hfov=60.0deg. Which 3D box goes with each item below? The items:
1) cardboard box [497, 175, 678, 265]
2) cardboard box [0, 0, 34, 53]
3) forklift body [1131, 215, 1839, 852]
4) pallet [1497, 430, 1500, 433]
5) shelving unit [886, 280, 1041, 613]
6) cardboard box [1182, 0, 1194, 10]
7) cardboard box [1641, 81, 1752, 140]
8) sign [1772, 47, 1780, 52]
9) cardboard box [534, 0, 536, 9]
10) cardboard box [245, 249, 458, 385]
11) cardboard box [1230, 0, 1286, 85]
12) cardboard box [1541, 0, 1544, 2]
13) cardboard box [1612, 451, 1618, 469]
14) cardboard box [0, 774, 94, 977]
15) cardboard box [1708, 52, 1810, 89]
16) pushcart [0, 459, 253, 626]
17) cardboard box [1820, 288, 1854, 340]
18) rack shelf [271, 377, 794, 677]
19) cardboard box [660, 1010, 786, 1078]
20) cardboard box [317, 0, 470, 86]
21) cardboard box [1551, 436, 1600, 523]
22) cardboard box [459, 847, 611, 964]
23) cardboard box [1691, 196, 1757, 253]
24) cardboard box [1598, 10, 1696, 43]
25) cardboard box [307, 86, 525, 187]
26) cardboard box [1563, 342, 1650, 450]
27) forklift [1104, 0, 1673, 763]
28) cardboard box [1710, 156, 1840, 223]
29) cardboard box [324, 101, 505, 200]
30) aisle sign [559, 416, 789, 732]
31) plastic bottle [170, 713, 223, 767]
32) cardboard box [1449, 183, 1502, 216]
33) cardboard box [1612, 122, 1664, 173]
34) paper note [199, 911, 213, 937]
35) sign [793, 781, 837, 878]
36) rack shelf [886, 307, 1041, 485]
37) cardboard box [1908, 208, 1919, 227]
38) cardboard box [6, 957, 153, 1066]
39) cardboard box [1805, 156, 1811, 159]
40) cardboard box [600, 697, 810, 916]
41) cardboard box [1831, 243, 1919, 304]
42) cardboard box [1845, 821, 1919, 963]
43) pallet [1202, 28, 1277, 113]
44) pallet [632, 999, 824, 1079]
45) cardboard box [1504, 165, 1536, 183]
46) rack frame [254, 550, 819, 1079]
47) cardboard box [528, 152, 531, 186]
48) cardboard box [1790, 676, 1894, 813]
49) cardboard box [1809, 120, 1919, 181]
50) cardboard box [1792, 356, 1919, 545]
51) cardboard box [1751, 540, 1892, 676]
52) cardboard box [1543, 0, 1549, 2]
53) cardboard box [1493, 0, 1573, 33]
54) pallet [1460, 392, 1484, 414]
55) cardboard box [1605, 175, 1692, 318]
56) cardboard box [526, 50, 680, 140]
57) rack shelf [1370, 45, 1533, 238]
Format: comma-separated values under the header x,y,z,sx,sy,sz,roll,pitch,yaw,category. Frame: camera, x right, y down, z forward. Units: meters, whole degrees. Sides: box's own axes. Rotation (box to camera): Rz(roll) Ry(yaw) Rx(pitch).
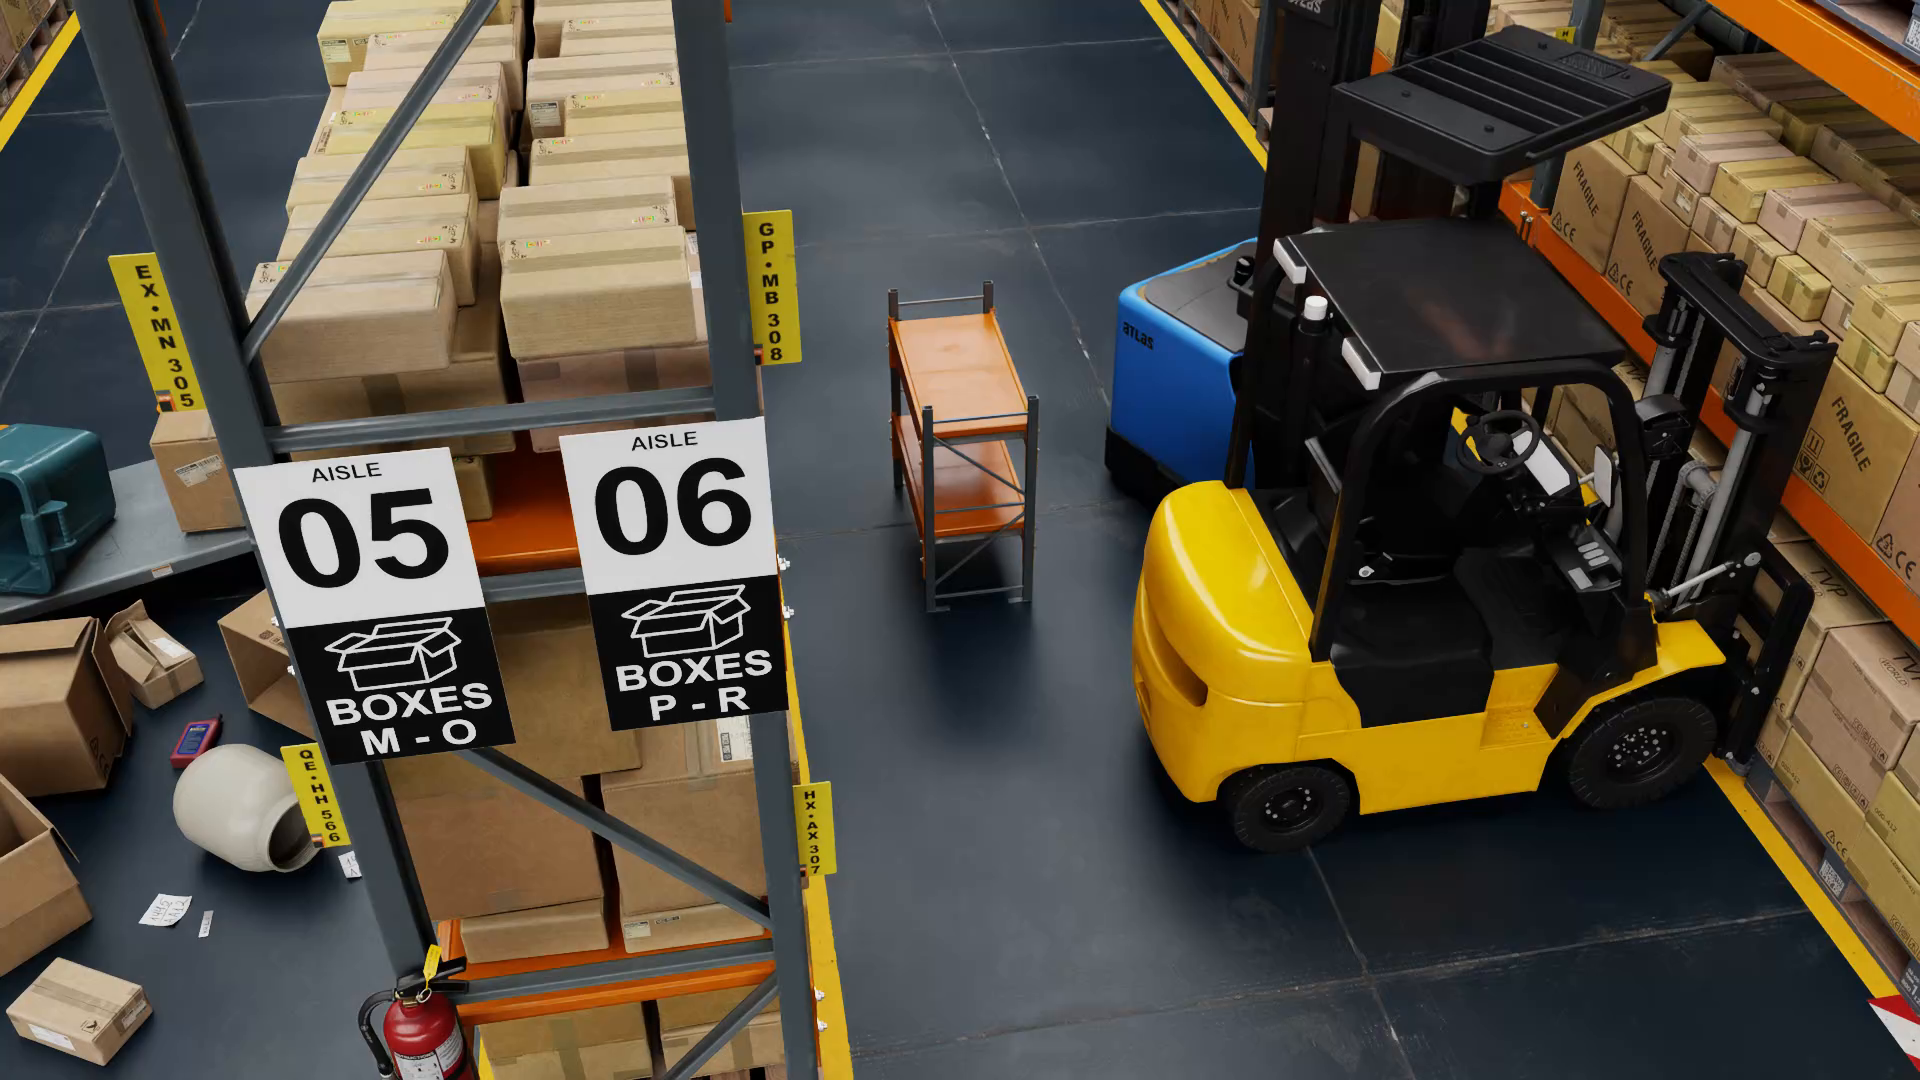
x,y,z,sx,sy,sz,roll,pitch,yaw,category
-0.815,-0.673,3.682,0.380,0.149,0.250,-6,38,-8,cardboard box
-7.386,-3.990,12.535,0.500,0.500,0.500,-7,38,-9,cardboard box
1.864,-0.036,6.443,2.313,2.155,1.214,-6,38,-8,forklift body
3.389,-0.252,8.302,1.003,0.211,1.213,-6,38,-8,pallet
-0.001,-0.448,7.810,0.538,1.125,1.048,-6,38,-8,shelving unit
2.023,-4.596,13.316,0.500,0.500,0.500,-8,38,-10,cardboard box
3.207,-1.880,7.273,0.380,0.149,0.250,-6,38,-7,cardboard box
3.837,-2.272,7.859,0.100,0.325,0.005,-6,38,-8,sign
-1.088,-1.693,5.318,0.500,0.250,0.500,-7,38,-9,cardboard box
-1.244,-0.459,3.405,0.380,0.149,0.250,-6,38,-8,cardboard box
2.304,-3.665,12.118,0.500,0.500,0.500,-5,38,-7,cardboard box
3.297,-2.926,9.187,0.500,0.250,0.500,-7,38,-9,cardboard box
3.239,-0.181,7.430,0.500,0.250,0.500,-7,38,-8,cardboard box
-3.694,1.311,6.052,0.637,0.503,0.797,27,45,30,cardboard box
3.645,-2.091,7.544,0.380,0.149,0.250,-6,38,-8,cardboard box
-3.831,0.009,7.831,1.648,0.377,0.936,-20,42,-23,pushcart
3.452,-0.830,6.163,0.380,0.149,0.250,-6,38,-8,cardboard box
-1.244,-0.995,5.127,1.077,0.370,4.000,-6,38,-8,rack shelf
-0.763,1.517,5.651,0.500,0.250,0.500,-7,38,-8,cardboard box
-1.546,-1.381,4.593,0.380,0.149,0.250,-5,38,-7,cardboard box
3.154,-0.285,7.971,0.500,0.250,0.500,-7,38,-9,cardboard box
-1.170,1.010,4.609,0.380,0.149,0.250,-5,38,-6,cardboard box
3.223,-1.287,6.751,0.380,0.149,0.250,-7,38,-8,cardboard box
3.445,-2.537,8.360,0.380,0.149,0.250,-7,38,-9,cardboard box
-1.431,-1.026,4.460,0.500,0.250,0.500,-5,38,-7,cardboard box
3.147,-0.677,7.661,0.500,0.250,0.500,-6,38,-8,cardboard box
2.026,-0.959,6.995,1.130,2.935,3.031,-25,44,-28,forklift
3.259,-1.405,6.661,0.380,0.149,0.250,-7,38,-9,cardboard box
-1.308,-0.930,4.011,0.380,0.149,0.250,-6,38,-8,cardboard box
-0.578,0.091,3.468,0.394,0.787,0.004,-6,38,-8,aisle sign
-3.215,0.839,7.020,0.133,0.061,0.283,0,38,0,plastic bottle
3.060,-1.850,9.679,0.875,0.625,0.625,-7,38,-8,cardboard box
3.135,-1.757,7.356,0.380,0.149,0.250,-5,38,-7,cardboard box
-2.846,1.448,6.277,0.032,0.001,0.123,-6,38,-8,paper note
-0.360,0.714,4.081,0.100,0.325,0.005,-6,38,-8,sign
-0.001,-0.679,7.631,0.538,0.278,1.000,-6,38,-8,rack shelf
3.851,-1.158,6.342,0.380,0.149,0.250,-5,38,-7,cardboard box
-3.112,1.666,5.885,0.380,0.149,0.250,13,40,16,cardboard box
3.717,-1.659,7.230,0.380,0.149,0.250,-5,38,-7,cardboard box
-0.704,0.641,4.556,0.500,0.500,0.500,-7,38,-9,cardboard box
3.447,-0.955,6.081,0.380,0.149,0.250,-6,38,-7,cardboard box
3.599,1.248,5.998,0.500,0.250,0.500,-6,38,-8,cardboard box
2.496,-3.608,12.622,1.003,0.211,1.213,-6,38,-8,pallet
-1.015,1.675,5.822,1.003,0.211,1.213,-6,38,-8,pallet
2.945,-2.055,8.473,0.500,0.250,0.500,-5,38,-7,cardboard box
-0.894,1.114,4.271,1.000,3.000,0.127,-6,38,-8,rack frame
-0.798,-0.766,4.126,0.500,0.250,0.500,-7,38,-9,cardboard box
3.522,0.736,6.249,0.500,0.250,0.500,-7,38,-8,cardboard box
3.813,-1.632,6.953,0.380,0.149,0.250,-7,38,-9,cardboard box
3.476,-0.355,6.080,0.500,0.500,0.500,-7,38,-9,cardboard box
3.411,0.247,6.471,0.500,0.250,0.500,-6,38,-7,cardboard box
3.318,-2.993,8.947,0.380,0.149,0.250,-6,38,-8,cardboard box
2.958,-2.624,8.472,0.380,0.149,0.250,-6,38,-8,cardboard box
3.123,-1.178,9.494,1.003,0.211,1.213,-6,38,-8,pallet
3.219,-1.269,7.257,0.500,0.500,0.500,-6,38,-7,cardboard box
-0.907,-1.130,4.269,0.380,0.149,0.250,-6,38,-8,cardboard box
2.940,-2.762,9.847,1.077,0.370,4.000,-6,38,-8,rack shelf
